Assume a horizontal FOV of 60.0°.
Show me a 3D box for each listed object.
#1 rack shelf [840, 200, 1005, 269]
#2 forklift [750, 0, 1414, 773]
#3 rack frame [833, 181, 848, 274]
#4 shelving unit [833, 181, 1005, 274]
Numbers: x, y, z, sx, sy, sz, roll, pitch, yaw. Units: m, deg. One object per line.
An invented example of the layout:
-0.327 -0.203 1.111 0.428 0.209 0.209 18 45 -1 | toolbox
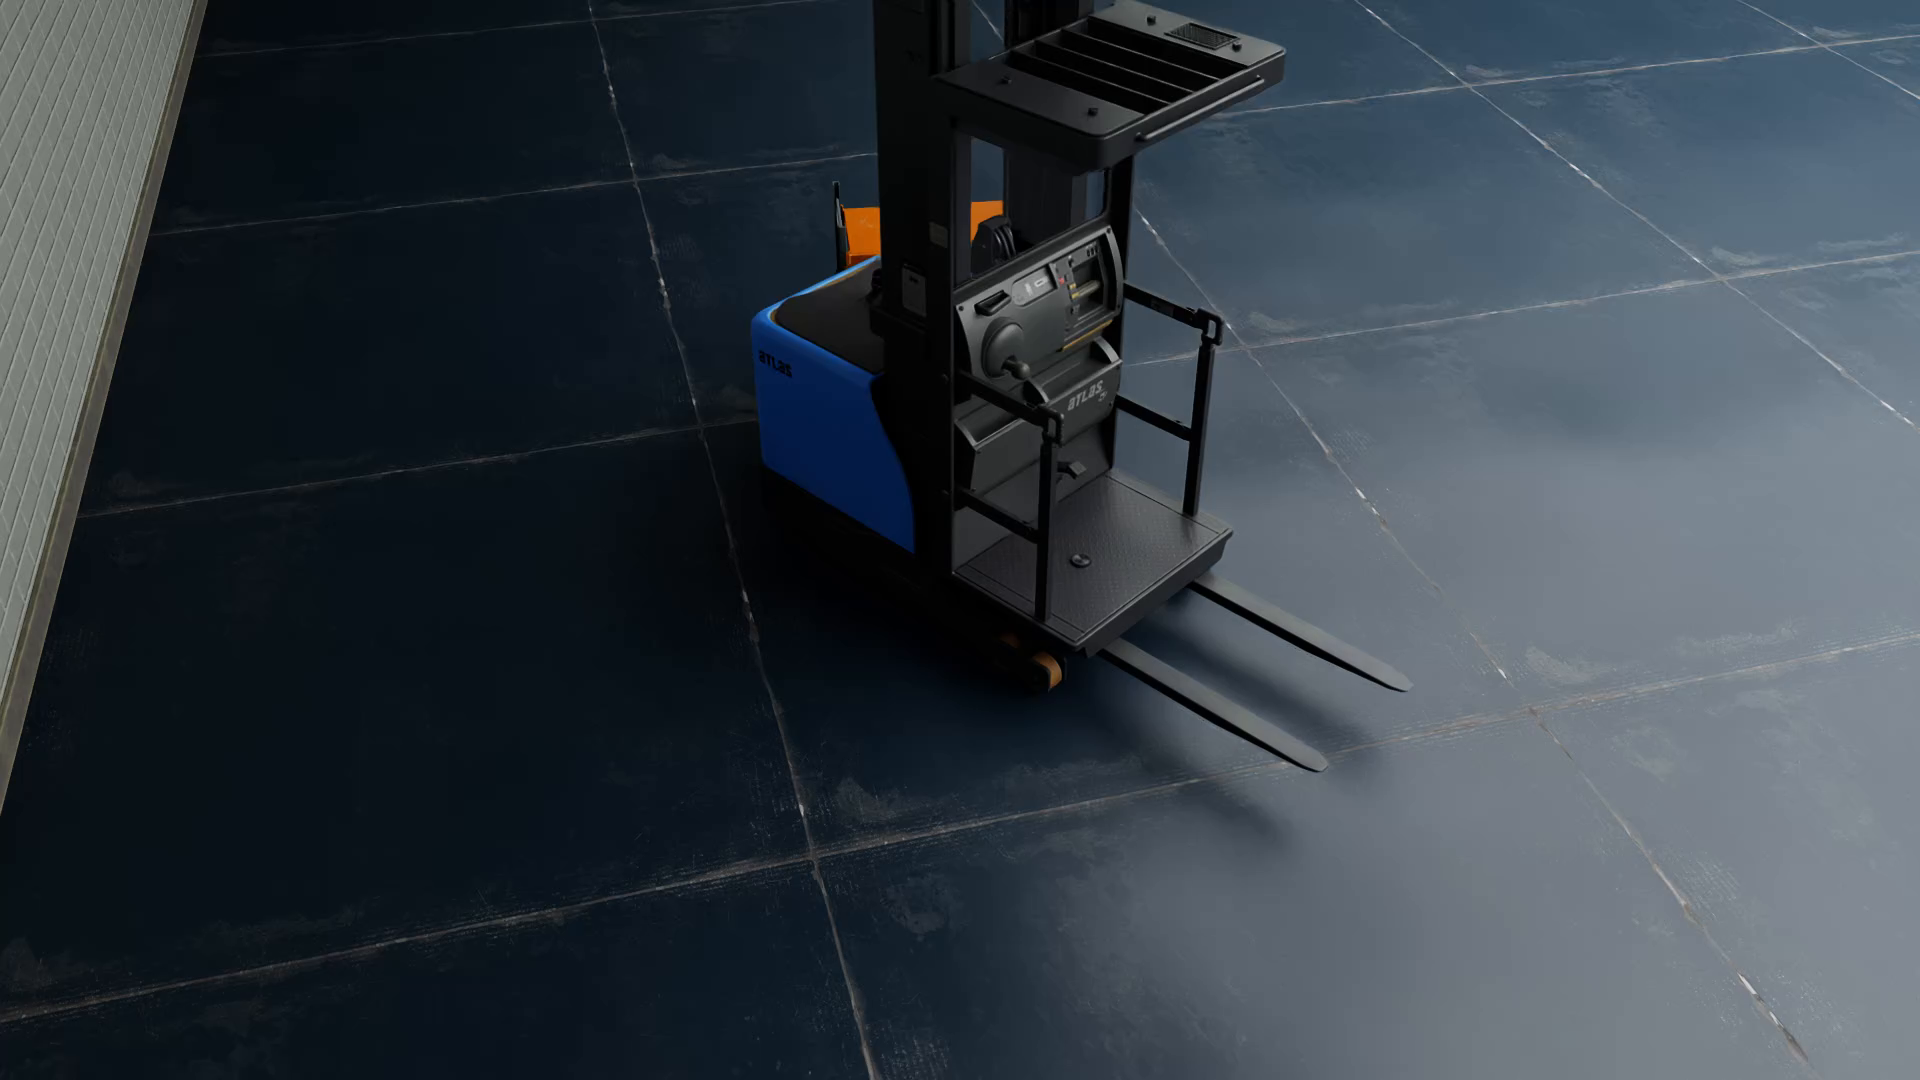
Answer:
-0.079 -1.444 8.231 1.000 0.278 0.538 -4 38 -6 | rack shelf
0.481 -0.893 6.504 3.031 2.935 1.130 30 46 33 | forklift
-0.583 -1.174 8.359 0.032 1.125 0.500 -4 38 -6 | rack frame
-0.079 -1.212 8.409 1.048 1.125 0.538 -4 38 -6 | shelving unit
